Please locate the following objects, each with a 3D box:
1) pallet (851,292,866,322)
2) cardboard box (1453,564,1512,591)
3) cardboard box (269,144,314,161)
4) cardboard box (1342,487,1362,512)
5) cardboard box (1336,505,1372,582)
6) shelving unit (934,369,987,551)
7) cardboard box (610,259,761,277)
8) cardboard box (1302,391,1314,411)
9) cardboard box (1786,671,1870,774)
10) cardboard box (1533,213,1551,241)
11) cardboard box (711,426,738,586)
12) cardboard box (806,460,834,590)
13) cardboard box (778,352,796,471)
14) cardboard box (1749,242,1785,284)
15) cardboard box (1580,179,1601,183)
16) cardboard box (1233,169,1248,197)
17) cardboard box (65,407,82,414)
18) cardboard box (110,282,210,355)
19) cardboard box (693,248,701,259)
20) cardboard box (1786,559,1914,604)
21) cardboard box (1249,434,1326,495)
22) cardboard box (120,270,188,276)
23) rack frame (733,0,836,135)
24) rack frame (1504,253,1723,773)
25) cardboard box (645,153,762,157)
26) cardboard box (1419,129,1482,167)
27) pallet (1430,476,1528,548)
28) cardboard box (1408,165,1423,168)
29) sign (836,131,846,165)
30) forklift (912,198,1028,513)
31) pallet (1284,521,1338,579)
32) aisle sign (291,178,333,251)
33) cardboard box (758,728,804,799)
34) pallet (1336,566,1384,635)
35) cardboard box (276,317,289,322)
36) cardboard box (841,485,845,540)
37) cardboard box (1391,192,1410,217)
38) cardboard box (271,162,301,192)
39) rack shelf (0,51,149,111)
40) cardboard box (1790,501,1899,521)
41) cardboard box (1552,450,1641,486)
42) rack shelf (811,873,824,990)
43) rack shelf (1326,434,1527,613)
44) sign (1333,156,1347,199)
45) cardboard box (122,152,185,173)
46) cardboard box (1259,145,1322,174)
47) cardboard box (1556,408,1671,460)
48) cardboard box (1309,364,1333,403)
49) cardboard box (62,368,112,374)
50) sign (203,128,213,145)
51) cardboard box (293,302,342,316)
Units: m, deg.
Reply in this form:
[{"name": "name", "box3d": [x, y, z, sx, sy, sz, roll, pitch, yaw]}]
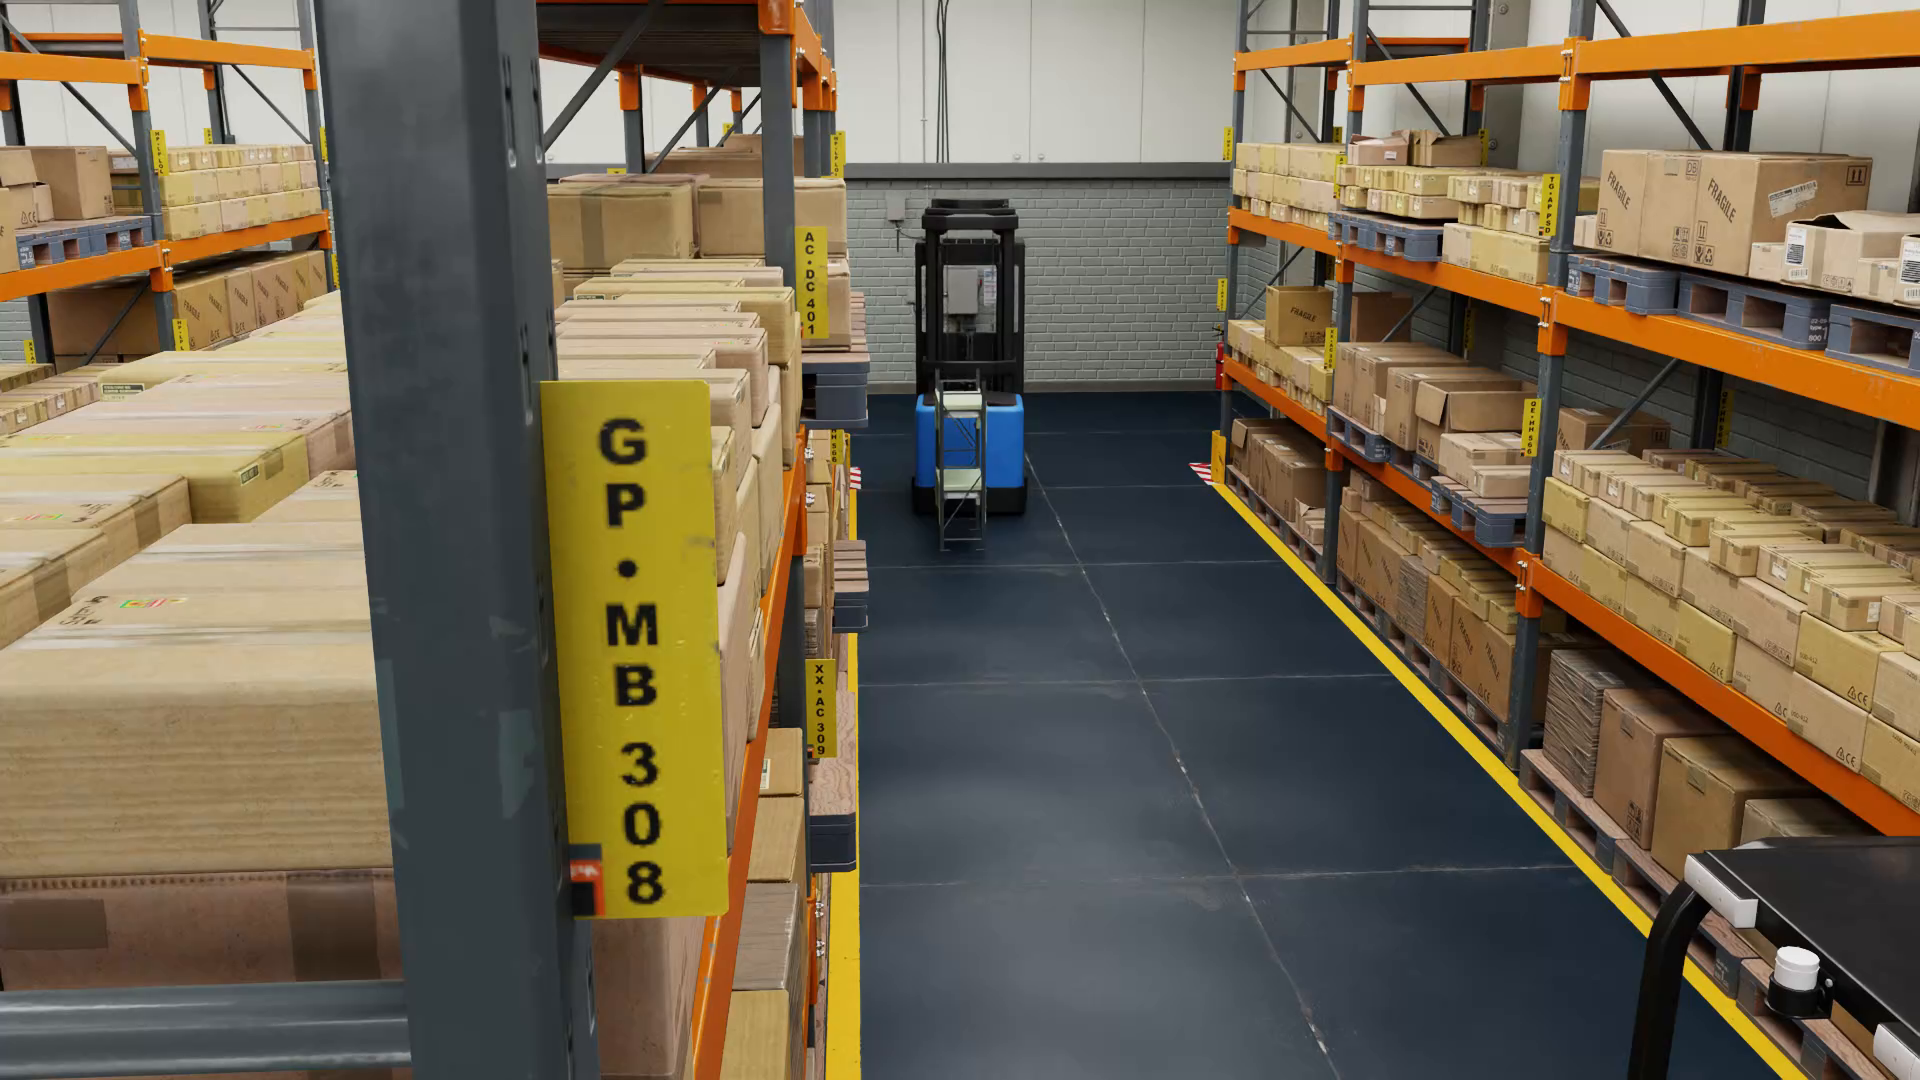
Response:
[{"name": "pallet", "box3d": [-0.978, -0.816, 6.535, 1.213, 0.211, 1.003, -1, 14, -3]}, {"name": "cardboard box", "box3d": [3.452, 0.261, 10.865, 0.380, 0.149, 0.250, 0, 14, -2]}, {"name": "cardboard box", "box3d": [-6.343, -3.661, 15.713, 0.380, 0.149, 0.250, -1, 14, -4]}, {"name": "cardboard box", "box3d": [3.236, -0.322, 13.129, 0.380, 0.149, 0.250, 0, 14, -1]}, {"name": "cardboard box", "box3d": [3.285, 0.023, 13.092, 0.500, 0.500, 0.500, 0, 14, -1]}, {"name": "shelving unit", "box3d": [0.000, -0.725, 14.833, 0.431, 1.500, 0.755, -1, 14, -3]}, {"name": "cardboard box", "box3d": [-0.742, -0.683, 4.545, 0.380, 0.149, 0.250, -1, 14, -2]}, {"name": "cardboard box", "box3d": [3.129, -1.191, 14.138, 0.380, 0.149, 0.250, -1, 14, -2]}, {"name": "cardboard box", "box3d": [3.646, 0.708, 6.557, 0.500, 0.250, 0.500, -1, 14, -4]}, {"name": "cardboard box", "box3d": [3.465, -1.771, 9.371, 0.380, 0.149, 0.250, -1, 14, -2]}, {"name": "cardboard box", "box3d": [-0.476, -0.044, 2.062, 0.380, 0.149, 0.250, -1, 14, -4]}, {"name": "cardboard box", "box3d": [-0.846, -0.069, 7.635, 0.500, 0.500, 0.500, -2, 15, -7]}, {"name": "cardboard box", "box3d": [-0.651, -0.334, 3.989, 0.500, 0.250, 0.500, -1, 14, -4]}, {"name": "cardboard box", "box3d": [3.556, -1.162, 6.964, 0.380, 0.149, 0.250, -1, 14, -4]}, {"name": "cardboard box", "box3d": [3.912, -2.117, 10.120, 0.380, 0.149, 0.250, 0, 14, -2]}, {"name": "cardboard box", "box3d": [2.986, -3.513, 16.343, 0.500, 0.250, 0.500, -1, 14, -4]}, {"name": "cardboard box", "box3d": [-6.121, -0.799, 11.177, 0.380, 0.149, 0.250, -2, 15, -6]}, {"name": "cardboard box", "box3d": [-6.194, -1.722, 12.894, 0.500, 0.500, 0.500, -1, 14, -2]}, {"name": "cardboard box", "box3d": [-1.186, -0.893, 5.918, 0.500, 0.250, 0.500, -1, 14, -3]}, {"name": "cardboard box", "box3d": [3.633, 0.182, 6.796, 0.380, 0.149, 0.250, -1, 14, -5]}, {"name": "cardboard box", "box3d": [3.189, -0.729, 16.014, 0.700, 0.500, 0.500, 0, 14, -1]}, {"name": "cardboard box", "box3d": [-6.763, -1.975, 13.877, 0.500, 0.500, 0.500, -1, 14, -2]}, {"name": "rack frame", "box3d": [-1.723, -4.931, 16.131, 1.000, 3.000, 0.127, -1, 14, -3]}, {"name": "rack frame", "box3d": [3.727, -0.113, 9.447, 1.000, 3.000, 0.127, -1, 14, -3]}, {"name": "cardboard box", "box3d": [-1.478, -1.984, 9.653, 0.700, 0.500, 0.500, -2, 15, -6]}, {"name": "cardboard box", "box3d": [3.616, -2.895, 12.273, 0.396, 0.266, 0.258, -1, 14, -3]}, {"name": "pallet", "box3d": [3.615, -0.188, 10.122, 1.213, 0.211, 1.003, -1, 14, -3]}, {"name": "cardboard box", "box3d": [3.614, -2.762, 12.587, 0.380, 0.149, 0.250, -1, 14, -4]}, {"name": "sign", "box3d": [-1.180, -3.874, 16.424, 0.100, 0.325, 0.005, -1, 14, -3]}, {"name": "forklift", "box3d": [0.101, -1.990, 16.878, 1.130, 2.935, 3.031, 0, 14, 0]}, {"name": "pallet", "box3d": [3.438, 0.072, 14.325, 1.003, 0.211, 1.213, -1, 14, -3]}, {"name": "aisle sign", "box3d": [-6.362, -3.206, 16.249, 0.394, 0.787, 0.004, -1, 14, -3]}, {"name": "cardboard box", "box3d": [-0.703, 0.873, 4.816, 0.500, 0.500, 0.500, -1, 14, -5]}, {"name": "pallet", "box3d": [3.567, 0.444, 12.877, 1.003, 0.211, 1.213, -1, 14, -3]}, {"name": "cardboard box", "box3d": [-6.304, -1.755, 15.028, 0.500, 0.500, 0.500, -1, 14, -3]}, {"name": "cardboard box", "box3d": [-1.406, -0.151, 13.893, 0.875, 0.438, 0.875, -1, 14, -4]}, {"name": "cardboard box", "box3d": [3.173, -2.293, 11.361, 0.380, 0.149, 0.250, -1, 14, -2]}, {"name": "cardboard box", "box3d": [-6.341, -3.308, 15.143, 0.500, 0.250, 0.500, -1, 14, -5]}, {"name": "rack shelf", "box3d": [-6.285, -2.795, 10.076, 1.077, 0.370, 4.000, -1, 14, -3]}, {"name": "cardboard box", "box3d": [4.154, -0.083, 7.825, 0.380, 0.149, 0.250, -1, 14, -4]}, {"name": "cardboard box", "box3d": [3.453, -0.392, 9.028, 0.380, 0.149, 0.250, 0, 14, -2]}, {"name": "rack shelf", "box3d": [-1.103, 0.810, 7.302, 1.077, 0.370, 4.000, -1, 14, -3]}, {"name": "rack shelf", "box3d": [3.603, -0.262, 11.470, 1.077, 0.370, 4.000, -1, 14, -3]}, {"name": "sign", "box3d": [2.938, -2.801, 12.836, 0.100, 0.325, 0.005, -1, 14, -3]}, {"name": "cardboard box", "box3d": [-6.169, -2.889, 12.712, 0.380, 0.149, 0.250, -2, 15, -6]}, {"name": "cardboard box", "box3d": [3.066, -3.504, 15.304, 0.500, 0.250, 0.500, -1, 14, -4]}, {"name": "cardboard box", "box3d": [3.851, -0.496, 9.890, 0.500, 0.500, 0.500, 0, 14, -1]}, {"name": "cardboard box", "box3d": [3.204, -1.303, 13.773, 0.500, 0.250, 0.500, -1, 14, -2]}, {"name": "cardboard box", "box3d": [-6.172, -1.135, 11.887, 0.380, 0.149, 0.250, -1, 14, -5]}, {"name": "sign", "box3d": [-7.198, -3.791, 15.969, 0.100, 0.325, 0.005, -1, 14, -3]}, {"name": "cardboard box", "box3d": [-1.177, -0.418, 3.516, 0.380, 0.149, 0.250, -1, 14, -5]}]
